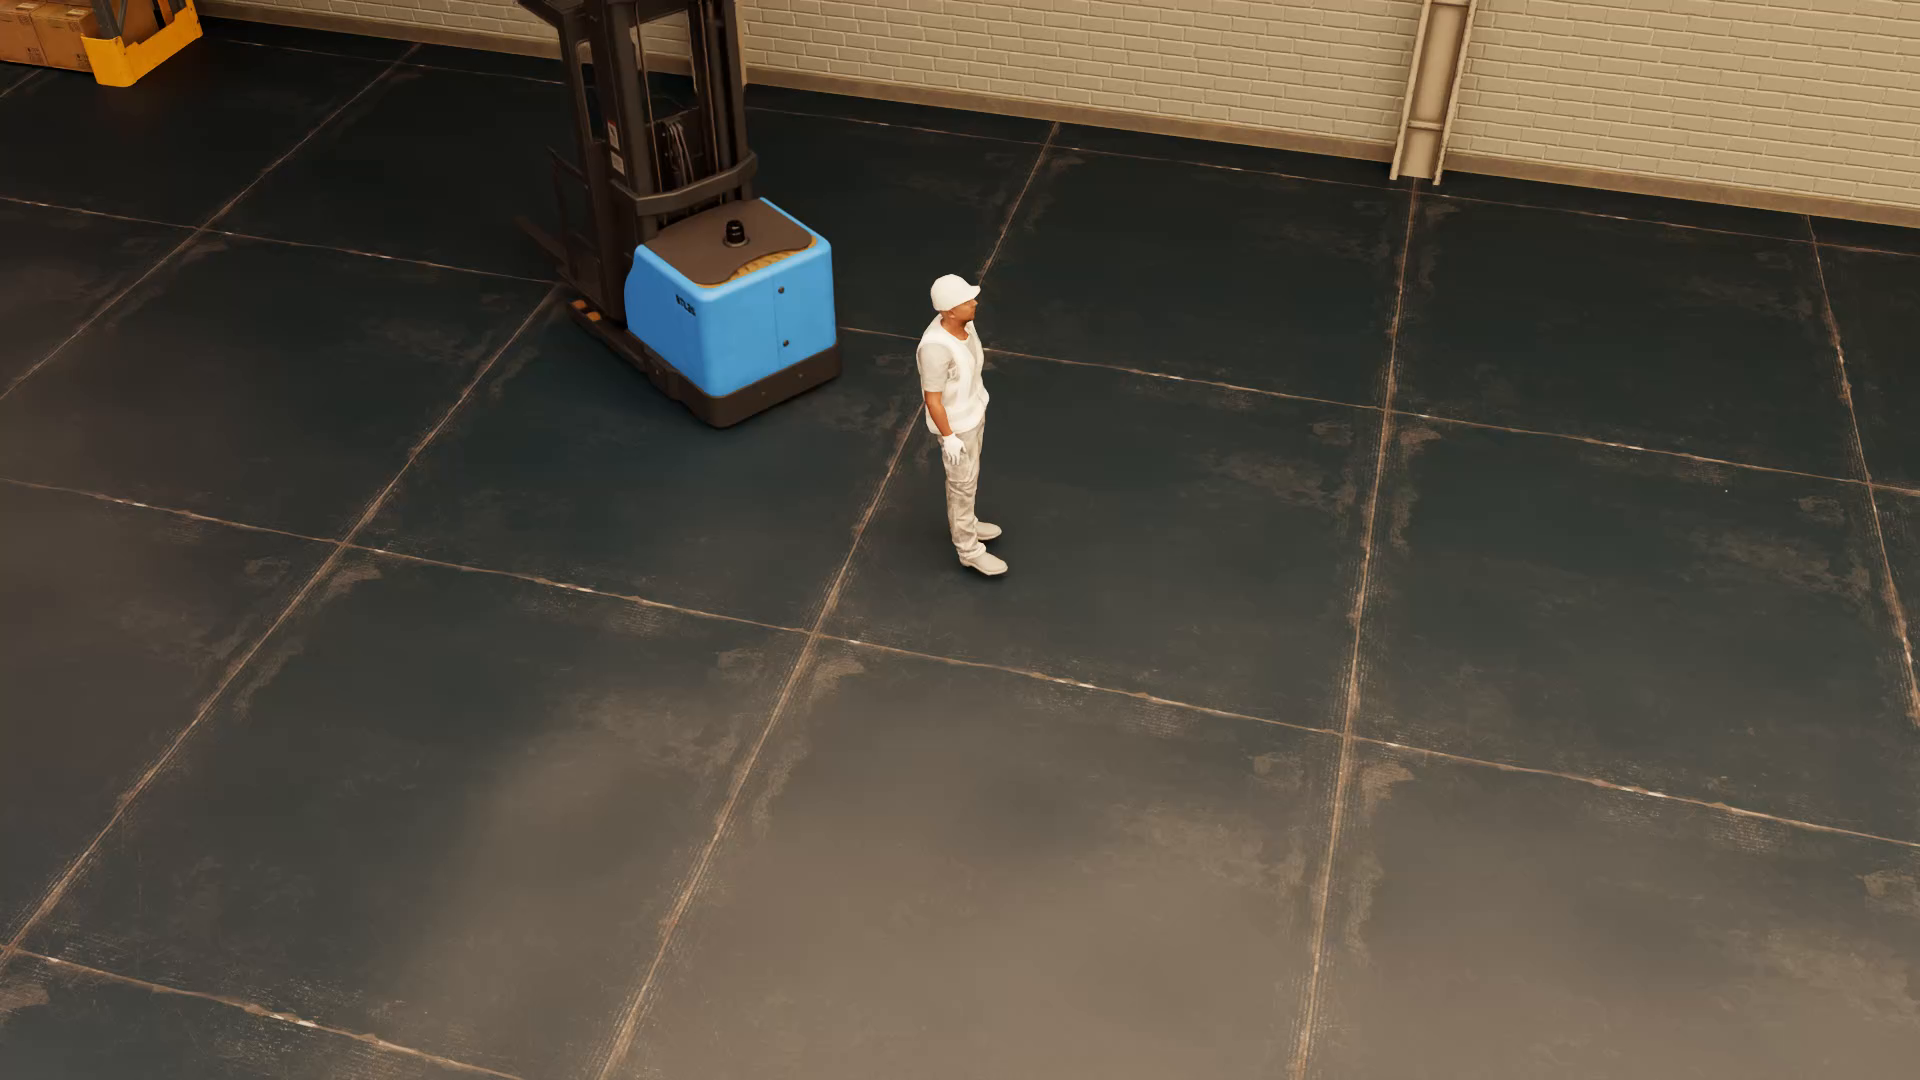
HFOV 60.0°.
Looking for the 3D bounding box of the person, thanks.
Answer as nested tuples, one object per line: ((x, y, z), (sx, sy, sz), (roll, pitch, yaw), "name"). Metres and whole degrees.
((0.068, -0.687, 9.448), (0.575, 1.779, 0.656), (10, 42, 11), "person")

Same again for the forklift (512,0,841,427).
((-2.142, -2.738, 10.985), (1.130, 2.935, 3.031), (-29, 49, -29), "forklift")
